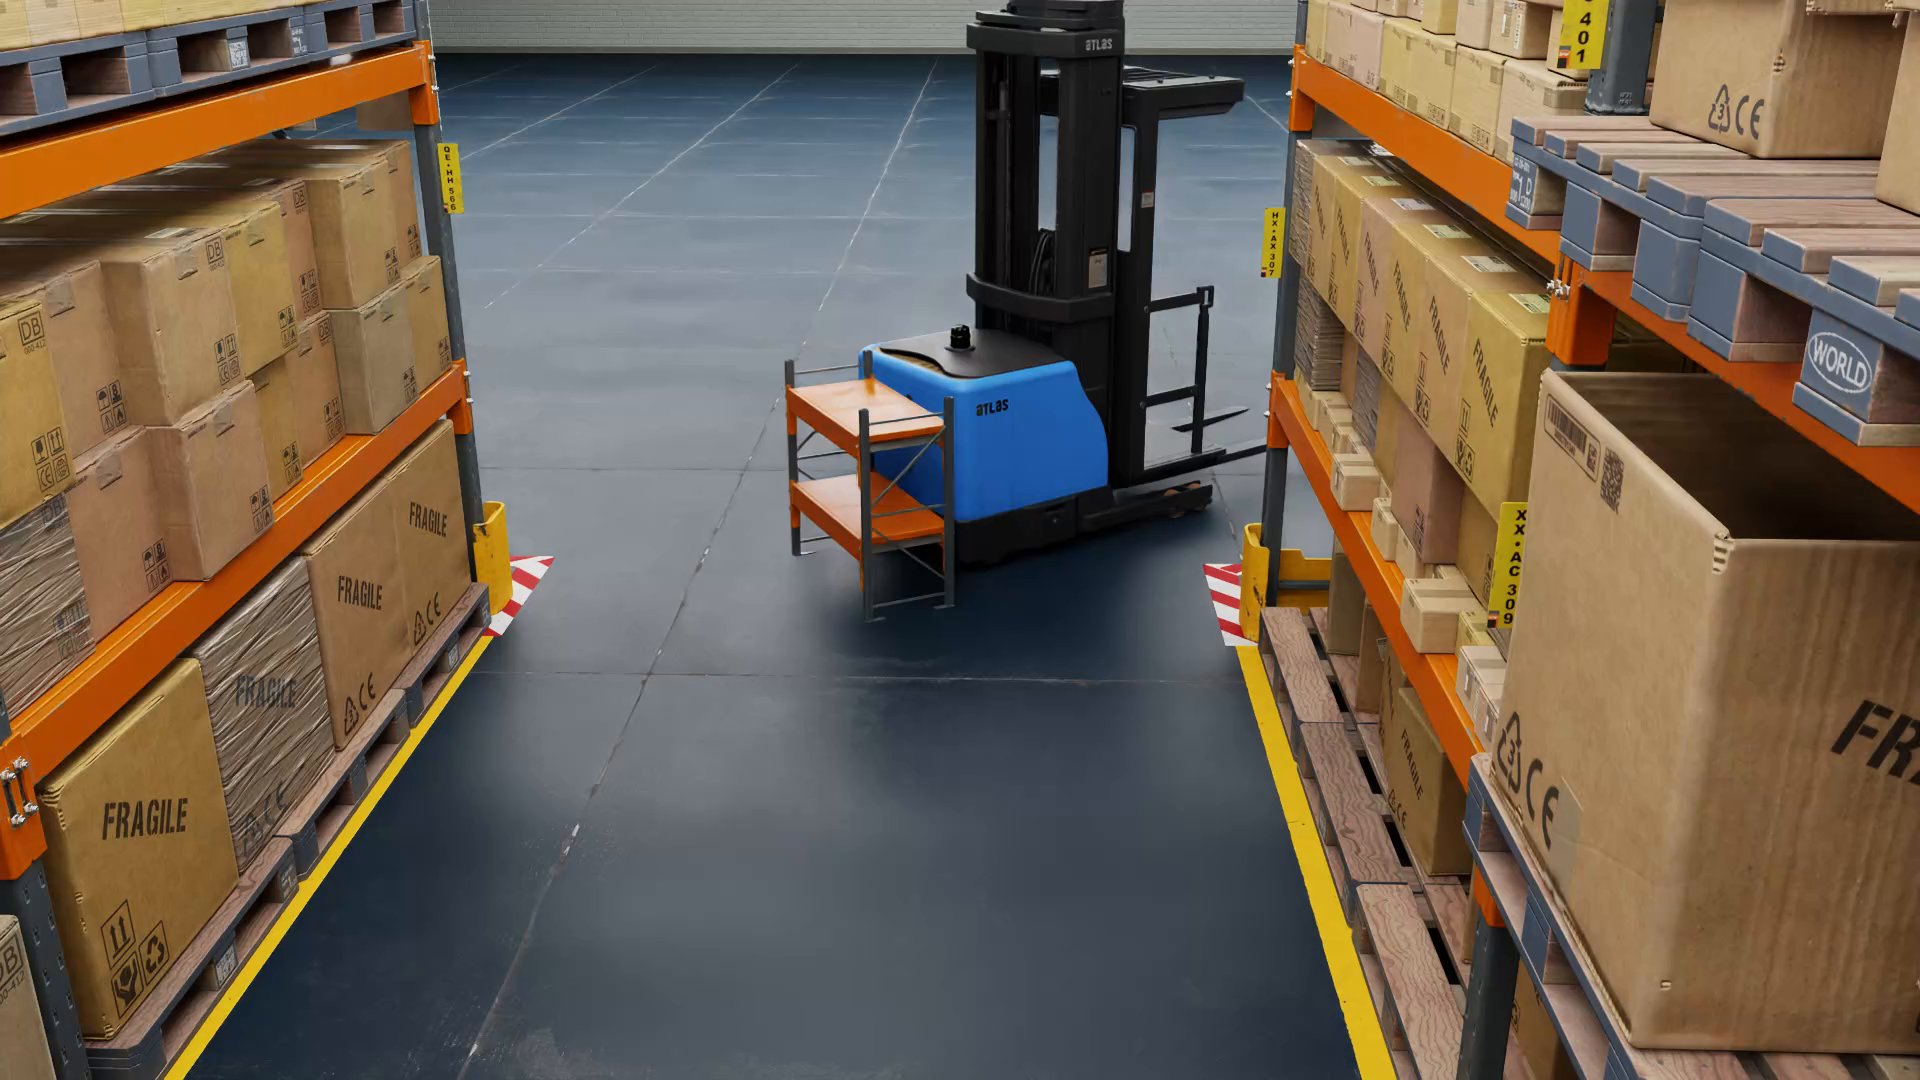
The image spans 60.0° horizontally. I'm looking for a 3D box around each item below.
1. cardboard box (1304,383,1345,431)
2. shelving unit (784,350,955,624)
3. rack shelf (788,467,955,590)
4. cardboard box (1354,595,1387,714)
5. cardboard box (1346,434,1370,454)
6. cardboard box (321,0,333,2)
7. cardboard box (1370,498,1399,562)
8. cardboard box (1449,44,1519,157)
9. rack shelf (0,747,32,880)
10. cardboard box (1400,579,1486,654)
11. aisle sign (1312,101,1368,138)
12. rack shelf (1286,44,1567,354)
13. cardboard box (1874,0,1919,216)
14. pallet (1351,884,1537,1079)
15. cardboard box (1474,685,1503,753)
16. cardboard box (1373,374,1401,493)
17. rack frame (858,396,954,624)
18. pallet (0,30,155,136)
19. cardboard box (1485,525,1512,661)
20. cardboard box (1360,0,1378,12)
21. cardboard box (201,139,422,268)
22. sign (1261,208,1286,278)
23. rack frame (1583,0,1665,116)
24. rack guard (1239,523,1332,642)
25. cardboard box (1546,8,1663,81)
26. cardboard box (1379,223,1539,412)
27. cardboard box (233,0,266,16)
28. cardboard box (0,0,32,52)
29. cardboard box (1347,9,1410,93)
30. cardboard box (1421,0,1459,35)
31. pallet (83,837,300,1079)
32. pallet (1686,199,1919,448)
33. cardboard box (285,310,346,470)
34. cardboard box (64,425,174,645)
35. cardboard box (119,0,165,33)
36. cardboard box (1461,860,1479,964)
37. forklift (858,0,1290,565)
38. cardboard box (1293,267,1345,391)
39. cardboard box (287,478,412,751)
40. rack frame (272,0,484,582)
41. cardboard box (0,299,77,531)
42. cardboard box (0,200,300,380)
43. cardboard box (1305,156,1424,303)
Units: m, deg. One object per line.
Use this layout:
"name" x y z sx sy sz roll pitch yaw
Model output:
"cardboard box" 1.710 -0.578 7.219 0.380 0.149 0.250 1 21 2
"shelving unit" -0.486 -0.309 8.770 0.538 1.125 1.048 -10 23 -24
"rack shelf" -0.486 -0.081 8.859 0.538 0.278 1.000 -10 23 -24
"cardboard box" 1.987 0.436 7.134 0.500 0.500 0.500 6 22 16
"cardboard box" 1.728 -0.306 6.519 0.380 0.149 0.250 1 21 2
"cardboard box" -2.644 -2.191 6.512 0.380 0.149 0.250 1 21 2
"cardboard box" 1.658 -0.036 5.822 0.380 0.149 0.250 1 21 2
"cardboard box" 1.664 -1.215 4.573 0.500 0.250 0.500 1 21 3
"rack shelf" -3.131 1.438 2.671 1.077 0.370 4.000 1 21 2
"cardboard box" 1.578 0.235 5.124 0.380 0.149 0.250 1 21 2
"aisle sign" 1.708 -2.214 7.494 0.394 0.787 0.004 1 21 2
"rack shelf" 1.945 -1.316 5.621 1.077 0.370 4.000 1 21 2
"cardboard box" 1.743 -0.663 2.220 0.797 0.503 0.637 1 21 4
"pallet" 1.870 1.527 5.301 1.003 0.211 1.213 1 21 2
"cardboard box" 1.597 0.506 4.424 0.380 0.149 0.250 1 21 2
"cardboard box" 1.981 -0.420 5.914 0.875 0.500 0.500 1 21 2
"rack frame" -0.261 -0.144 8.345 0.500 1.125 0.032 -10 23 -24
"pallet" -3.035 -1.274 4.641 1.003 0.211 1.213 1 21 2
"cardboard box" 1.960 0.123 4.516 0.875 0.500 0.500 1 21 2
"cardboard box" 1.687 -2.023 6.104 0.380 0.149 0.250 1 21 1
"cardboard box" -2.998 -1.507 7.565 0.875 0.550 0.550 1 21 2
"sign" 1.464 -1.385 7.756 0.100 0.325 0.005 1 21 2
"rack frame" 1.885 -2.327 3.085 1.000 3.000 0.127 1 21 2
"rack guard" 2.004 0.217 8.279 1.175 0.500 0.348 1 21 2
"cardboard box" 1.606 -1.165 3.894 0.380 0.149 0.250 1 21 3
"cardboard box" 1.653 -0.708 5.276 0.500 0.500 0.500 1 21 2
"cardboard box" -2.667 -1.915 5.801 0.380 0.149 0.250 1 21 2
"cardboard box" -2.713 -1.366 4.385 0.380 0.149 0.250 1 21 2
"cardboard box" 1.705 -1.768 5.998 0.500 0.250 0.500 1 21 1
"cardboard box" 1.641 -1.641 5.122 0.380 0.149 0.250 2 21 4
"pallet" -2.969 1.405 5.616 1.003 0.211 1.213 1 21 2
"pallet" 1.731 -0.244 2.123 1.213 0.211 1.003 1 21 2
"cardboard box" -3.052 -0.602 6.727 0.875 0.550 0.550 1 21 2
"cardboard box" -3.077 -0.023 5.235 0.875 0.550 0.550 1 21 2
"cardboard box" -2.690 -1.640 5.092 0.380 0.149 0.250 0 21 1
"cardboard box" 1.947 1.088 5.452 0.500 0.500 0.500 8 22 19
"forklift" 0.896 -1.636 9.692 3.031 2.935 1.130 -15 26 -34
"cardboard box" 1.962 -0.963 7.314 0.875 0.500 0.500 1 21 2
"cardboard box" -2.928 0.292 6.987 0.875 0.875 0.875 0 21 1
"rack frame" -2.948 -1.067 8.132 1.000 3.000 0.127 1 21 2
"cardboard box" -3.024 -0.327 4.525 0.875 0.550 0.550 1 21 2
"cardboard box" -2.962 -0.913 6.035 0.875 0.550 0.500 1 21 2
"cardboard box" 1.695 -1.251 6.674 0.500 0.500 0.500 1 21 2
